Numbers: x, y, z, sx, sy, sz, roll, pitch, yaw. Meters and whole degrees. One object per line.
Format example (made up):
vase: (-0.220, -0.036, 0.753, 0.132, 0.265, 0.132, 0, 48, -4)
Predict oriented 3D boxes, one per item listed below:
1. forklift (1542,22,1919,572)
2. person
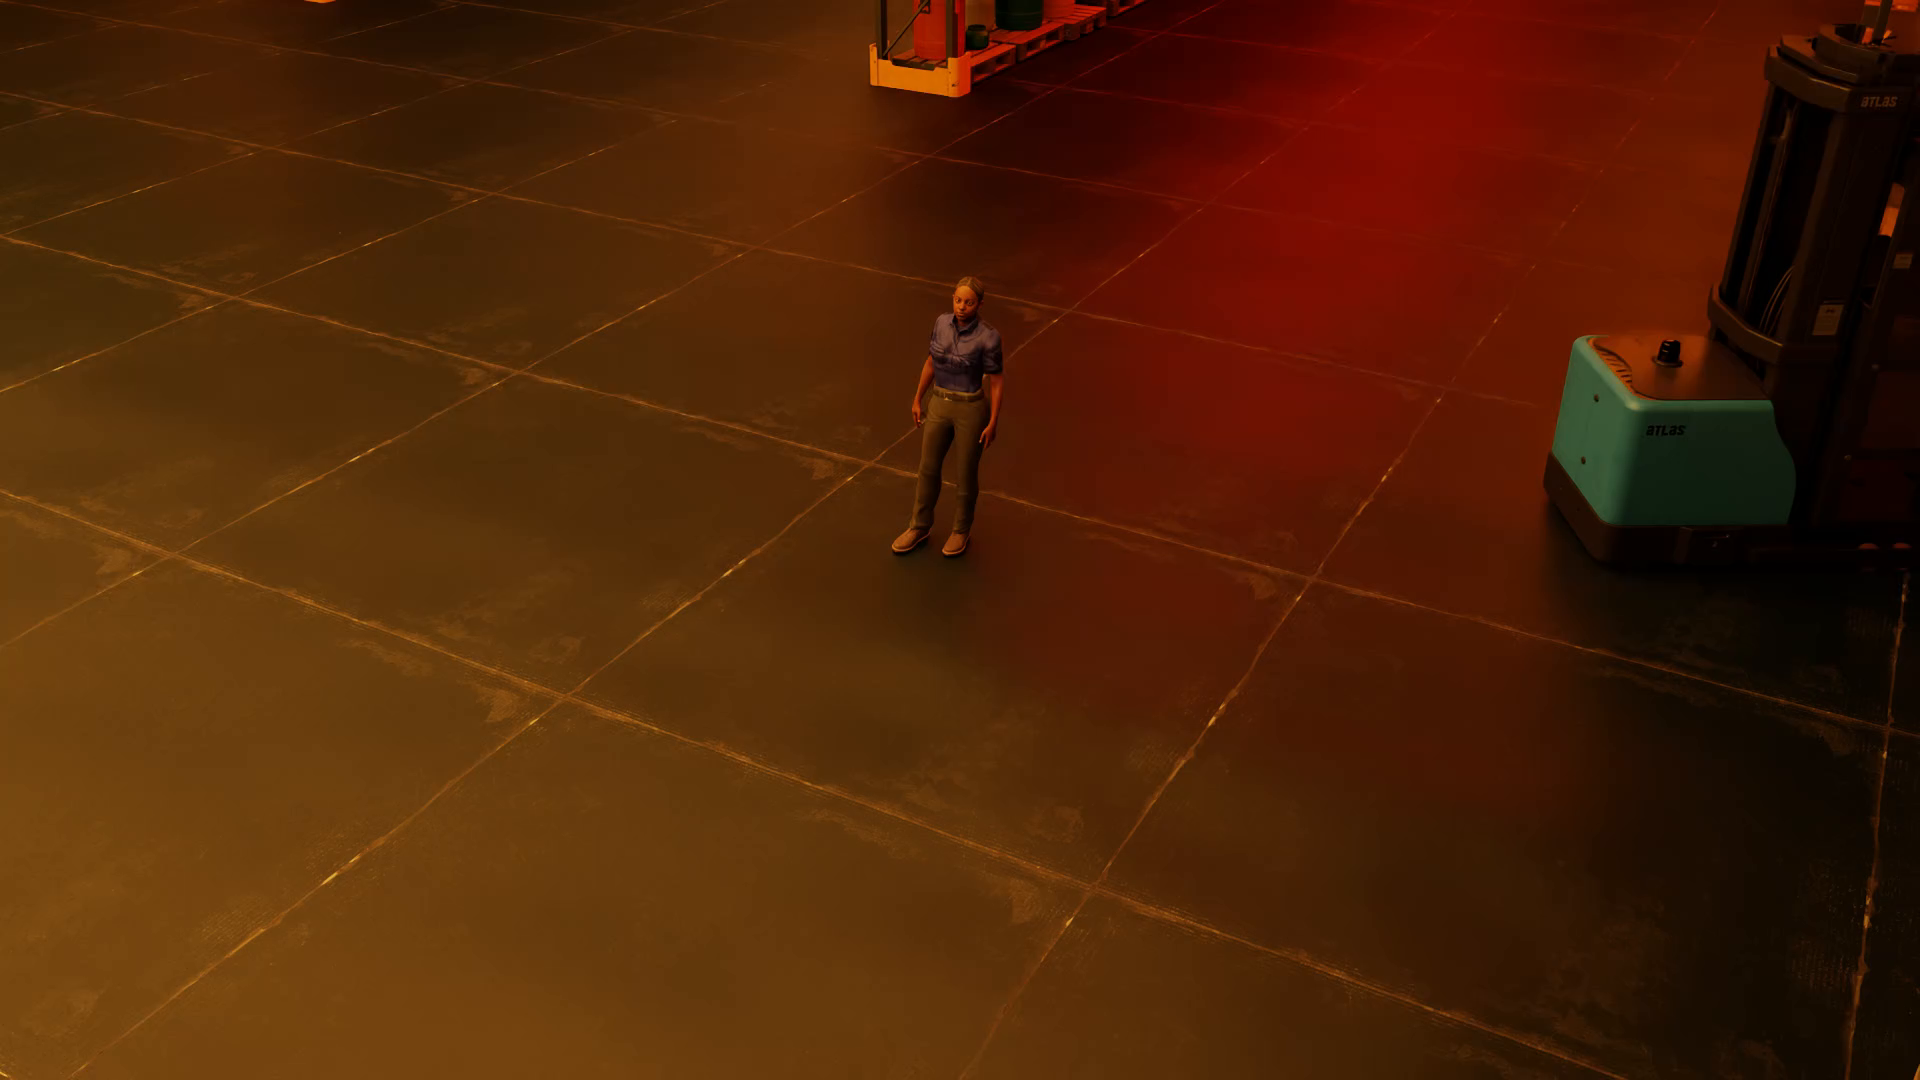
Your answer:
forklift: (5.185, -1.350, 9.410, 3.031, 2.935, 1.130, -1, 30, -1)
person: (-0.060, -0.689, 9.527, 0.569, 1.656, 0.503, 15, 33, 25)
